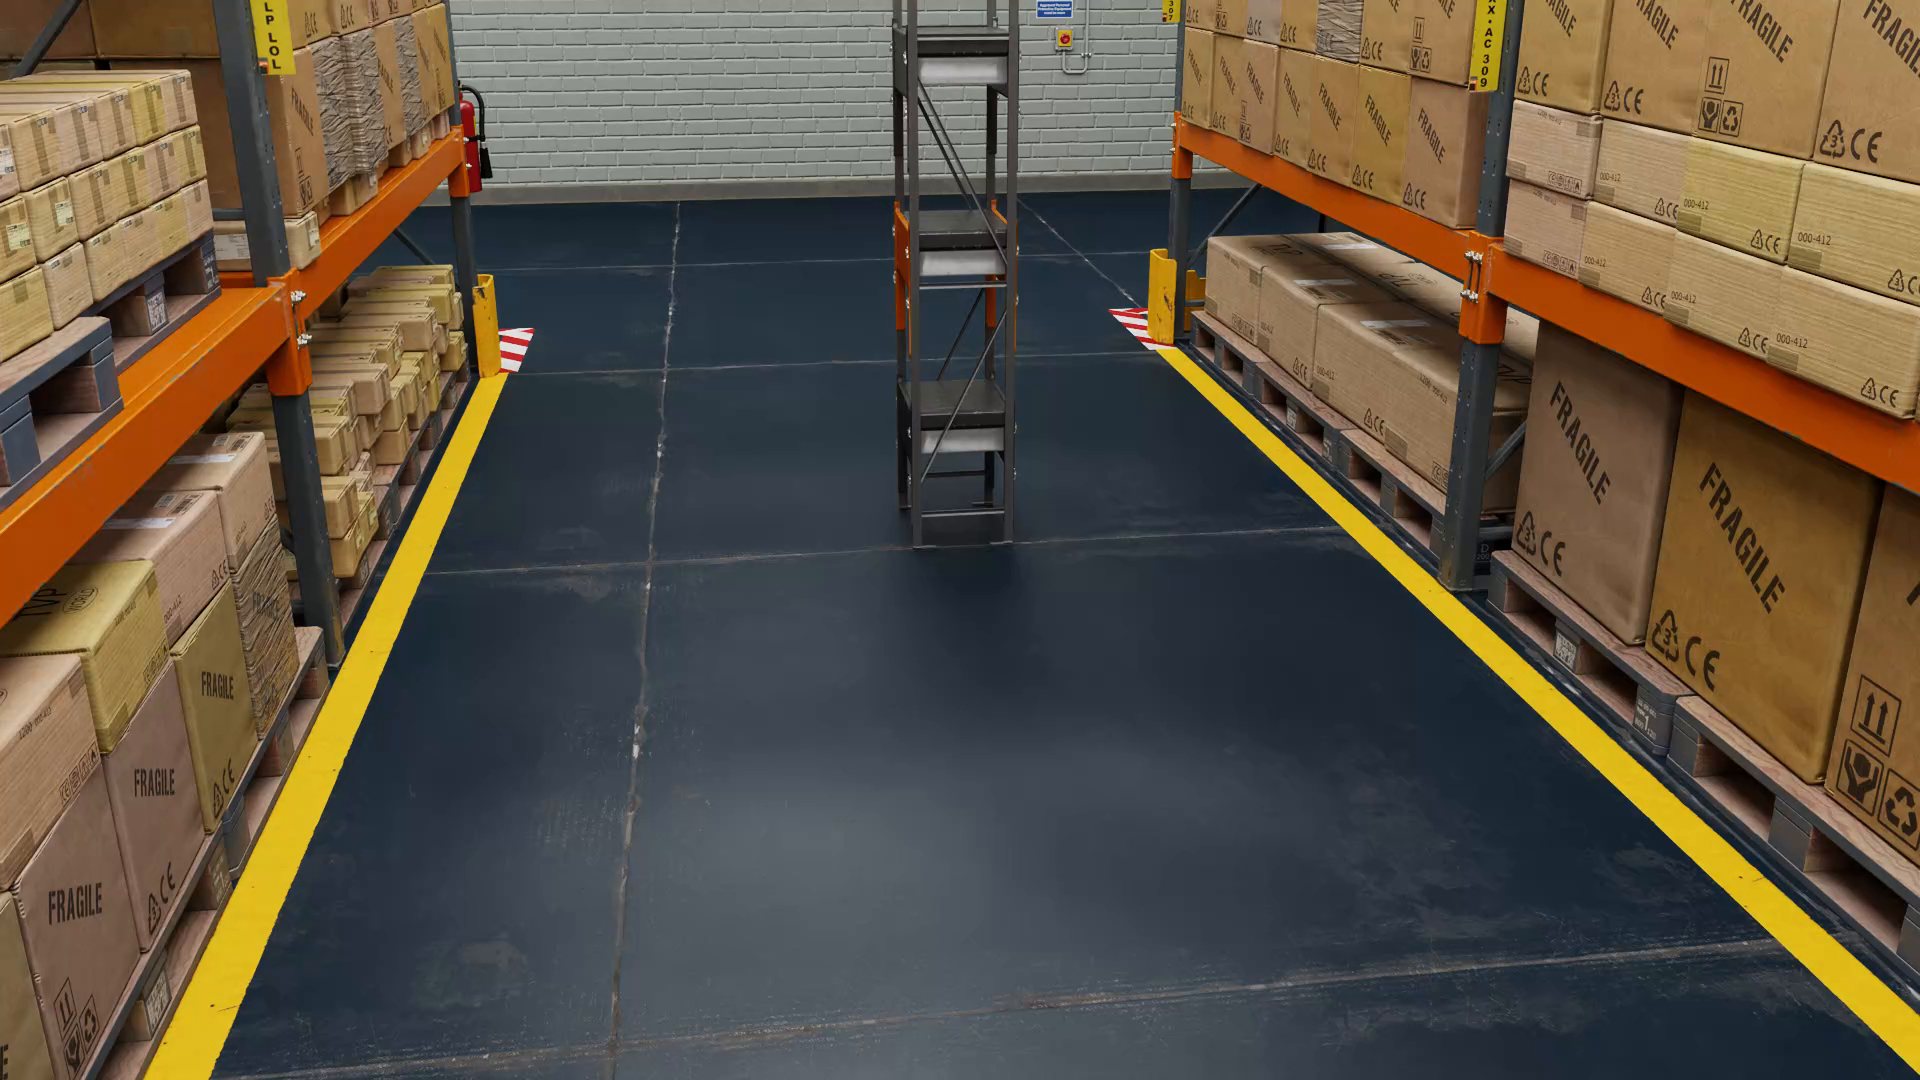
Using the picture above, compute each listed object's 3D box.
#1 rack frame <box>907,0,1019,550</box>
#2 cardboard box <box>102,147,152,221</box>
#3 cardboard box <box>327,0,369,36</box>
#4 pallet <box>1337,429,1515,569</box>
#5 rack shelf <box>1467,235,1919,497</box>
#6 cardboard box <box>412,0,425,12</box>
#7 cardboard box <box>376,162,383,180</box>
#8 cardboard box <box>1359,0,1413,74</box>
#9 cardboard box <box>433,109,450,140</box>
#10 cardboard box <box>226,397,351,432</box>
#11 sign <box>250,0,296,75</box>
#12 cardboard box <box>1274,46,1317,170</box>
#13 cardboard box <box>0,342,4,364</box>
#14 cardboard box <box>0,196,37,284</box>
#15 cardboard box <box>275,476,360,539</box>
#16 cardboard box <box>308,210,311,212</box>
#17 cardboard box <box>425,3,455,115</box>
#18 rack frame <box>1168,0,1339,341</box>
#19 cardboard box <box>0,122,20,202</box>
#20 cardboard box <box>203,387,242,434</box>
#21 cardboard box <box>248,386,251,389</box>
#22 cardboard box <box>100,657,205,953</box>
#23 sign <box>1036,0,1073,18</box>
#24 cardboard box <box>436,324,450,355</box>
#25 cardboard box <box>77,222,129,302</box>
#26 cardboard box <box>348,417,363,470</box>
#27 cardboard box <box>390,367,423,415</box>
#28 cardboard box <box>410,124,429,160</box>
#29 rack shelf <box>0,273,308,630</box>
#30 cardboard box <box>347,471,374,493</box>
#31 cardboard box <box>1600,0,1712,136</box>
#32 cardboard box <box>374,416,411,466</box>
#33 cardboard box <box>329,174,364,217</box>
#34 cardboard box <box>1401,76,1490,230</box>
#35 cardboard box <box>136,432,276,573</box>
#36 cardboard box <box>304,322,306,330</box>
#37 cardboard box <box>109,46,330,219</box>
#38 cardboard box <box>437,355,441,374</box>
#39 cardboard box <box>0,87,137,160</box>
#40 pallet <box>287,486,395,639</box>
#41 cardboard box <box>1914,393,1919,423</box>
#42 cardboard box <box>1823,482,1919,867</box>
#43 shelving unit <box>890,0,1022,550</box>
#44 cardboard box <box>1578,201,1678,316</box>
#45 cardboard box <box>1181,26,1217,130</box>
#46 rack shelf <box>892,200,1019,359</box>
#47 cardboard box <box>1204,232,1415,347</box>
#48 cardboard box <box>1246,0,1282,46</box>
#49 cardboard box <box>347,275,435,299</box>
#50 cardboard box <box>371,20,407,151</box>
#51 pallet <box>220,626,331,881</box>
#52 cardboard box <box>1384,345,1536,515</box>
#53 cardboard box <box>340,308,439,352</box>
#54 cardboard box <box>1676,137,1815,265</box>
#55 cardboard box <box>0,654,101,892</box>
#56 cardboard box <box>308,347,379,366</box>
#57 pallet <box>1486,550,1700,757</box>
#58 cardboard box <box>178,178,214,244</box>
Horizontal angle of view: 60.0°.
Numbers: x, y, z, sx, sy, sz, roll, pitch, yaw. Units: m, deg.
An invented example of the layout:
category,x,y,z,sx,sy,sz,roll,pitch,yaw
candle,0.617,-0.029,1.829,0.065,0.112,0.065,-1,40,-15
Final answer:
category,x,y,z,sx,sy,sz,roll,pitch,yaw
rack frame,0.011,-0.956,6.276,0.400,2.100,0.015,-3,21,-8
cardboard box,-2.252,-0.879,4.118,0.380,0.149,0.250,-2,21,-5
cardboard box,-2.533,-2.144,6.172,0.500,0.500,0.500,-3,21,-7
pallet,2.275,-0.212,6.981,1.003,0.211,1.213,-3,21,-8
rack shelf,2.595,-0.221,4.050,1.077,0.370,4.000,-3,21,-8
cardboard box,-2.769,-2.684,7.619,0.500,0.500,0.500,-4,21,-10
cardboard box,-2.674,-1.593,7.054,0.380,0.149,0.250,-3,21,-7
cardboard box,1.900,-2.092,6.457,0.500,0.500,0.500,-3,21,-9
cardboard box,-2.827,-2.135,8.504,0.380,0.149,0.250,-3,21,-8
cardboard box,-2.488,-0.419,6.175,0.380,0.149,0.250,-3,21,-9
sign,-2.028,-1.538,4.891,0.100,0.325,0.005,-3,21,-8
cardboard box,1.760,-1.979,7.583,0.500,0.500,0.500,-2,21,-6
cardboard box,-2.094,-0.374,3.190,0.380,0.149,0.250,-4,21,-10
cardboard box,-2.131,-0.600,3.370,0.380,0.149,0.250,-3,21,-8
cardboard box,-2.313,-0.108,5.768,0.380,0.149,0.250,-2,21,-5
cardboard box,-2.405,-1.049,5.596,0.380,0.149,0.250,-2,21,-6
cardboard box,-2.834,-2.395,8.272,0.500,0.500,0.500,-2,21,-7
rack frame,1.730,-2.636,9.486,1.000,3.000,0.127,-3,21,-8
cardboard box,-2.139,-0.743,3.328,0.380,0.149,0.250,-4,21,-10
cardboard box,-2.965,-0.482,6.344,0.380,0.149,0.250,-2,21,-6
cardboard box,-3.055,-0.612,7.117,0.380,0.149,0.250,-2,21,-5
cardboard box,-2.078,0.607,3.776,0.500,0.500,0.500,-3,21,-9
sign,0.838,-4.732,14.713,0.327,0.218,0.001,-3,21,-8
cardboard box,-2.719,-1.003,8.165,0.380,0.149,0.250,-4,21,-10
cardboard box,-2.216,-0.655,3.940,0.380,0.149,0.250,-4,21,-11
cardboard box,-2.545,-0.368,6.462,0.380,0.149,0.250,-4,21,-11
cardboard box,-2.545,-0.641,7.195,0.380,0.149,0.250,-3,21,-7
cardboard box,-2.717,-1.873,7.804,0.380,0.149,0.250,-2,21,-6
rack shelf,-2.289,0.063,3.288,1.077,0.370,4.000,-3,21,-8
cardboard box,-2.437,-0.145,6.292,0.380,0.149,0.250,-3,21,-8
cardboard box,2.186,-1.424,4.671,0.500,0.500,0.500,-3,21,-8
cardboard box,-2.539,-0.417,7.019,0.380,0.149,0.250,-3,21,-9
cardboard box,-2.500,-1.323,6.331,0.380,0.149,0.250,-3,21,-7
cardboard box,1.987,-1.445,6.156,0.500,0.500,0.500,-3,21,-7
cardboard box,-2.220,-0.098,4.592,0.500,0.250,0.500,-3,21,-9
cardboard box,-3.198,-0.931,7.546,0.380,0.149,0.250,-2,21,-6
cardboard box,-2.399,-1.336,5.439,0.500,0.500,0.500,-3,21,-9
cardboard box,-2.781,-0.861,8.208,0.380,0.149,0.250,-3,21,-8
cardboard box,-2.251,-1.012,4.048,0.380,0.149,0.250,-4,21,-9
pallet,-2.709,0.109,6.121,1.003,0.211,1.213,-3,21,-8
cardboard box,2.408,-0.309,3.470,0.500,0.250,0.500,-3,21,-8
cardboard box,2.742,0.380,3.847,0.875,0.875,0.875,-3,21,-7
shelving unit,-0.024,-1.041,6.502,0.431,2.100,0.503,-3,21,-8
cardboard box,2.185,-0.836,4.881,0.500,0.250,0.500,-3,21,-9
cardboard box,1.515,-2.502,8.985,0.500,0.500,0.500,-3,21,-8
rack shelf,-0.024,-1.028,6.507,0.431,0.518,0.480,-3,21,-8
cardboard box,1.924,-1.409,9.262,0.875,0.438,0.875,-4,21,-10
cardboard box,1.681,-2.614,7.856,0.500,0.500,0.500,-3,21,-8
cardboard box,-2.847,-1.231,8.348,0.380,0.149,0.250,-3,21,-7
cardboard box,-2.621,-1.868,6.862,0.500,0.500,0.500,-2,21,-5
pallet,-2.463,0.610,4.782,1.003,0.211,1.213,-3,21,-8
cardboard box,2.322,-0.470,6.749,0.875,0.438,0.875,-3,21,-9
cardboard box,-2.616,-0.964,7.635,0.380,0.149,0.250,-2,21,-6
cardboard box,2.240,-0.893,4.320,0.500,0.250,0.500,-3,21,-7
cardboard box,-1.992,0.443,3.143,0.500,0.250,0.500,-3,21,-7
cardboard box,-2.625,-0.691,6.902,0.380,0.149,0.250,-4,21,-10
pallet,2.492,0.319,5.561,1.003,0.211,1.213,-3,21,-8
cardboard box,-2.324,-0.918,4.645,0.380,0.149,0.250,-3,21,-9
